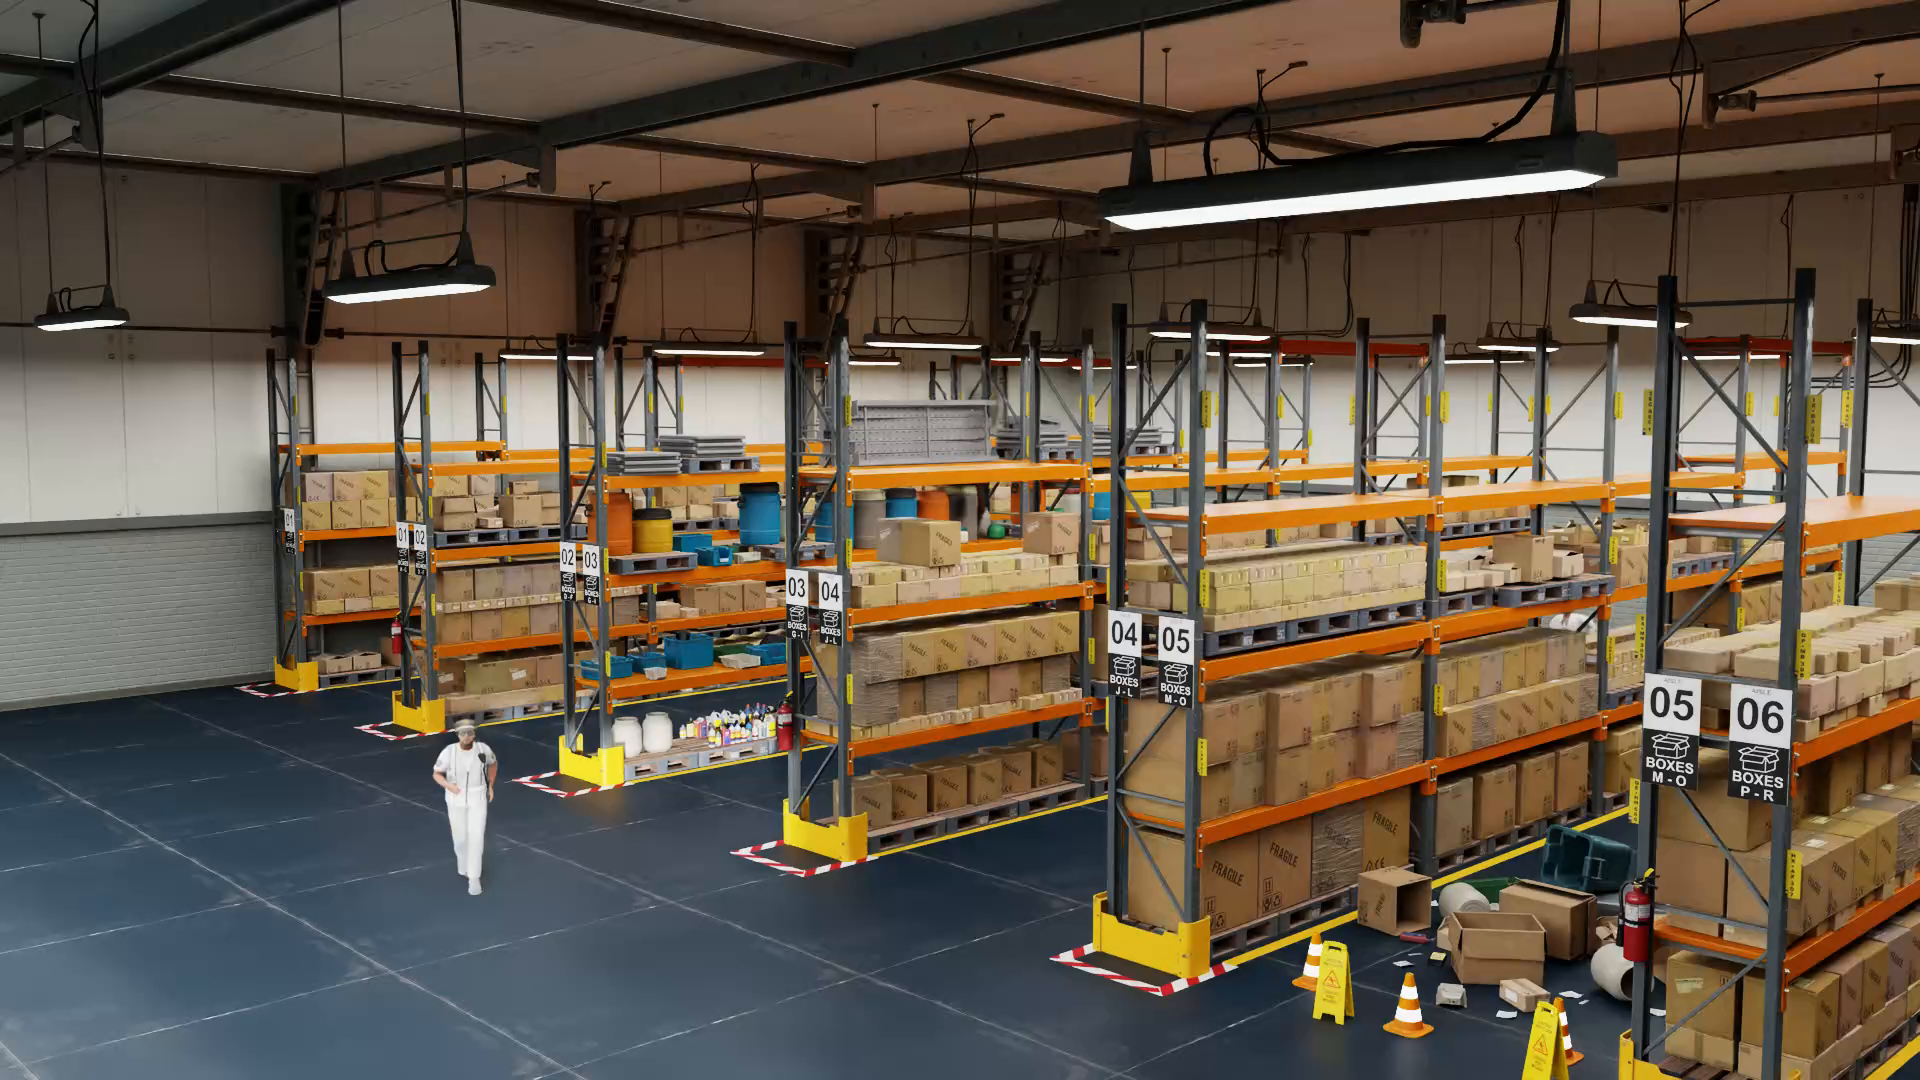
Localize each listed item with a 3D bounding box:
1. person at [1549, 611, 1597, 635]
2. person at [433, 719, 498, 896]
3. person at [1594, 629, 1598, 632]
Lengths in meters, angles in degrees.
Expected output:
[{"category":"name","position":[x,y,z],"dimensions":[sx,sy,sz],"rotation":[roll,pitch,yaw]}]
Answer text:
[{"category":"person","position":[10.118,1.891,27.666],"dimensions":[0.773,1.821,0.681],"rotation":[-4,6,-38]},{"category":"person","position":[-5.219,2.762,17.575],"dimensions":[0.658,1.797,0.915],"rotation":[-1,5,-16]},{"category":"person","position":[9.888,2.148,25.398],"dimensions":[0.797,1.716,0.599],"rotation":[-4,7,-41]}]
